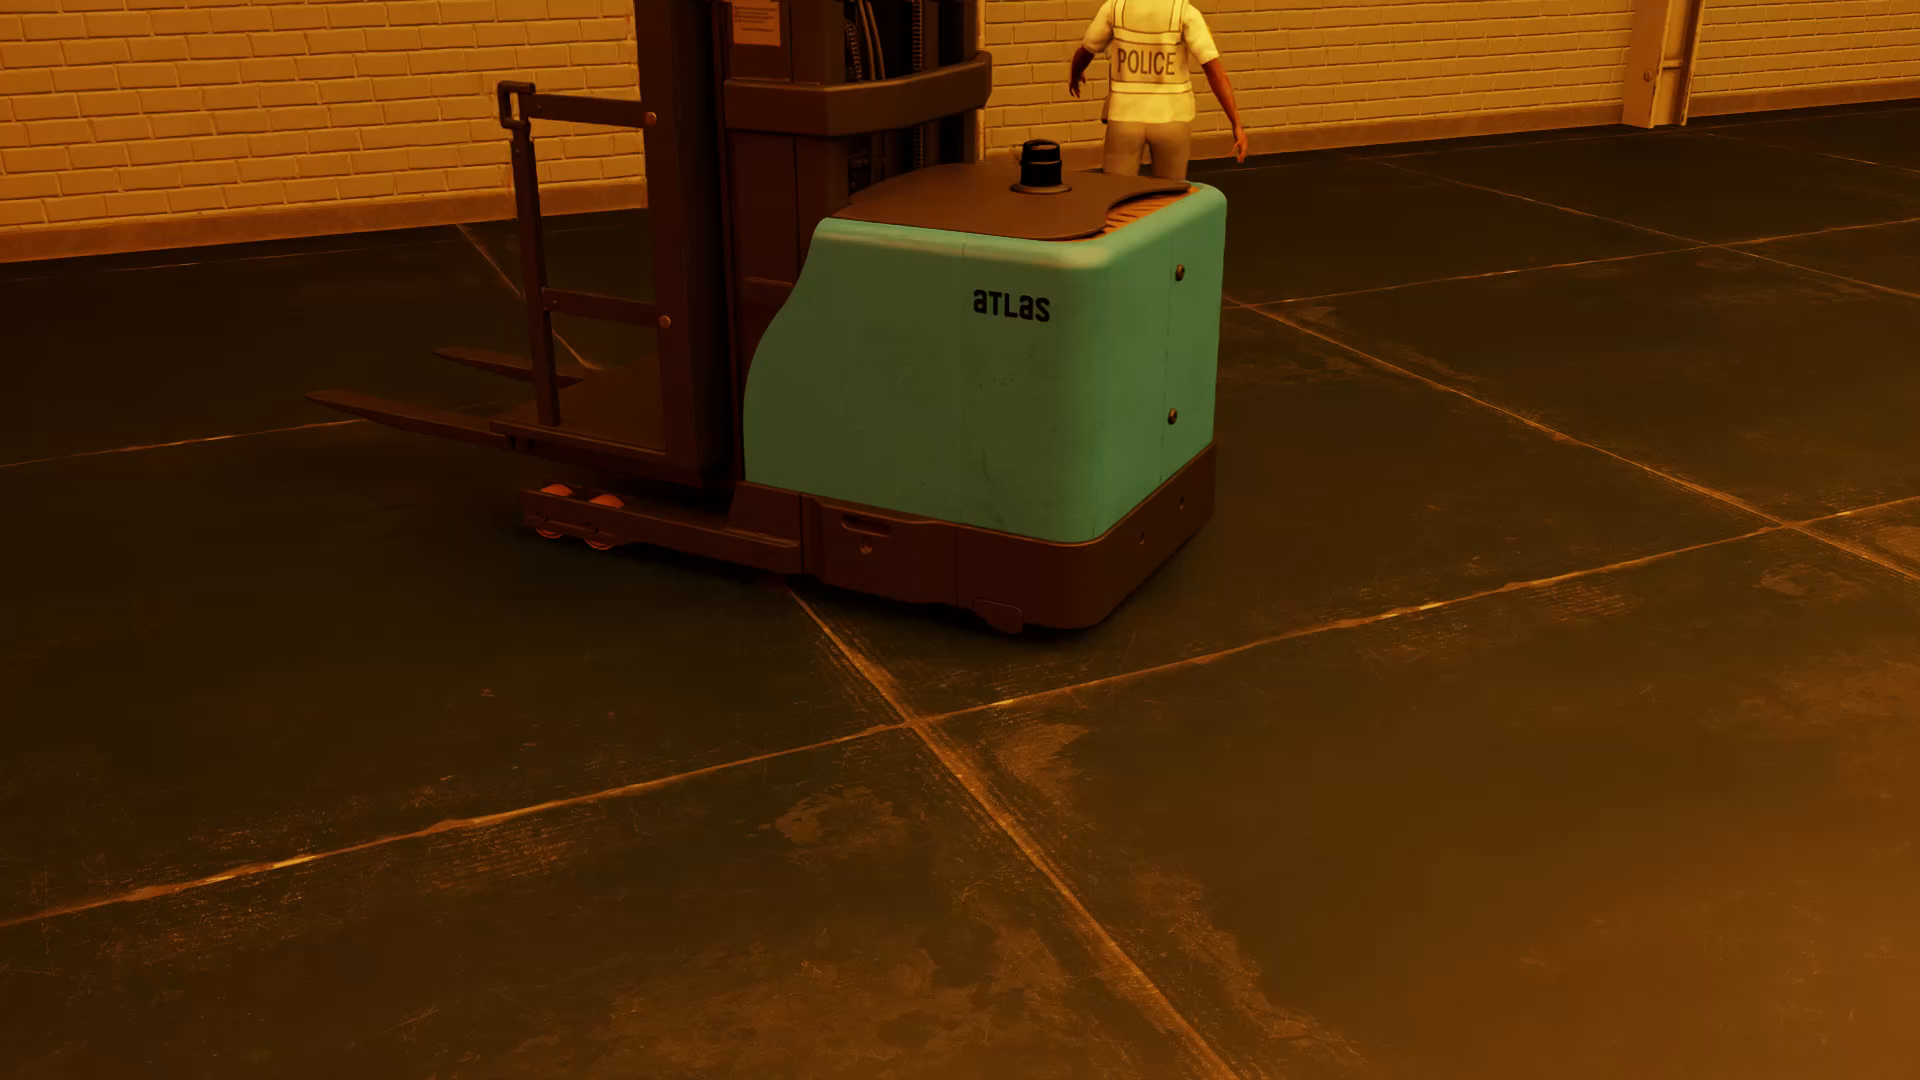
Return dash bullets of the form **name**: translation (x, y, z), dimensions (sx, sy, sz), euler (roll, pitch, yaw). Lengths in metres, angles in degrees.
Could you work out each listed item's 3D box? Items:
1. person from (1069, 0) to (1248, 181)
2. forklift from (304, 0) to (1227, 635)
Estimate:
- **person**: translation (0.858, -1.823, 7.378), dimensions (0.850, 1.645, 0.710), euler (5, 23, 11)
- **forklift**: translation (-0.767, -1.487, 4.866), dimensions (3.031, 2.935, 1.130), euler (11, 25, 26)
